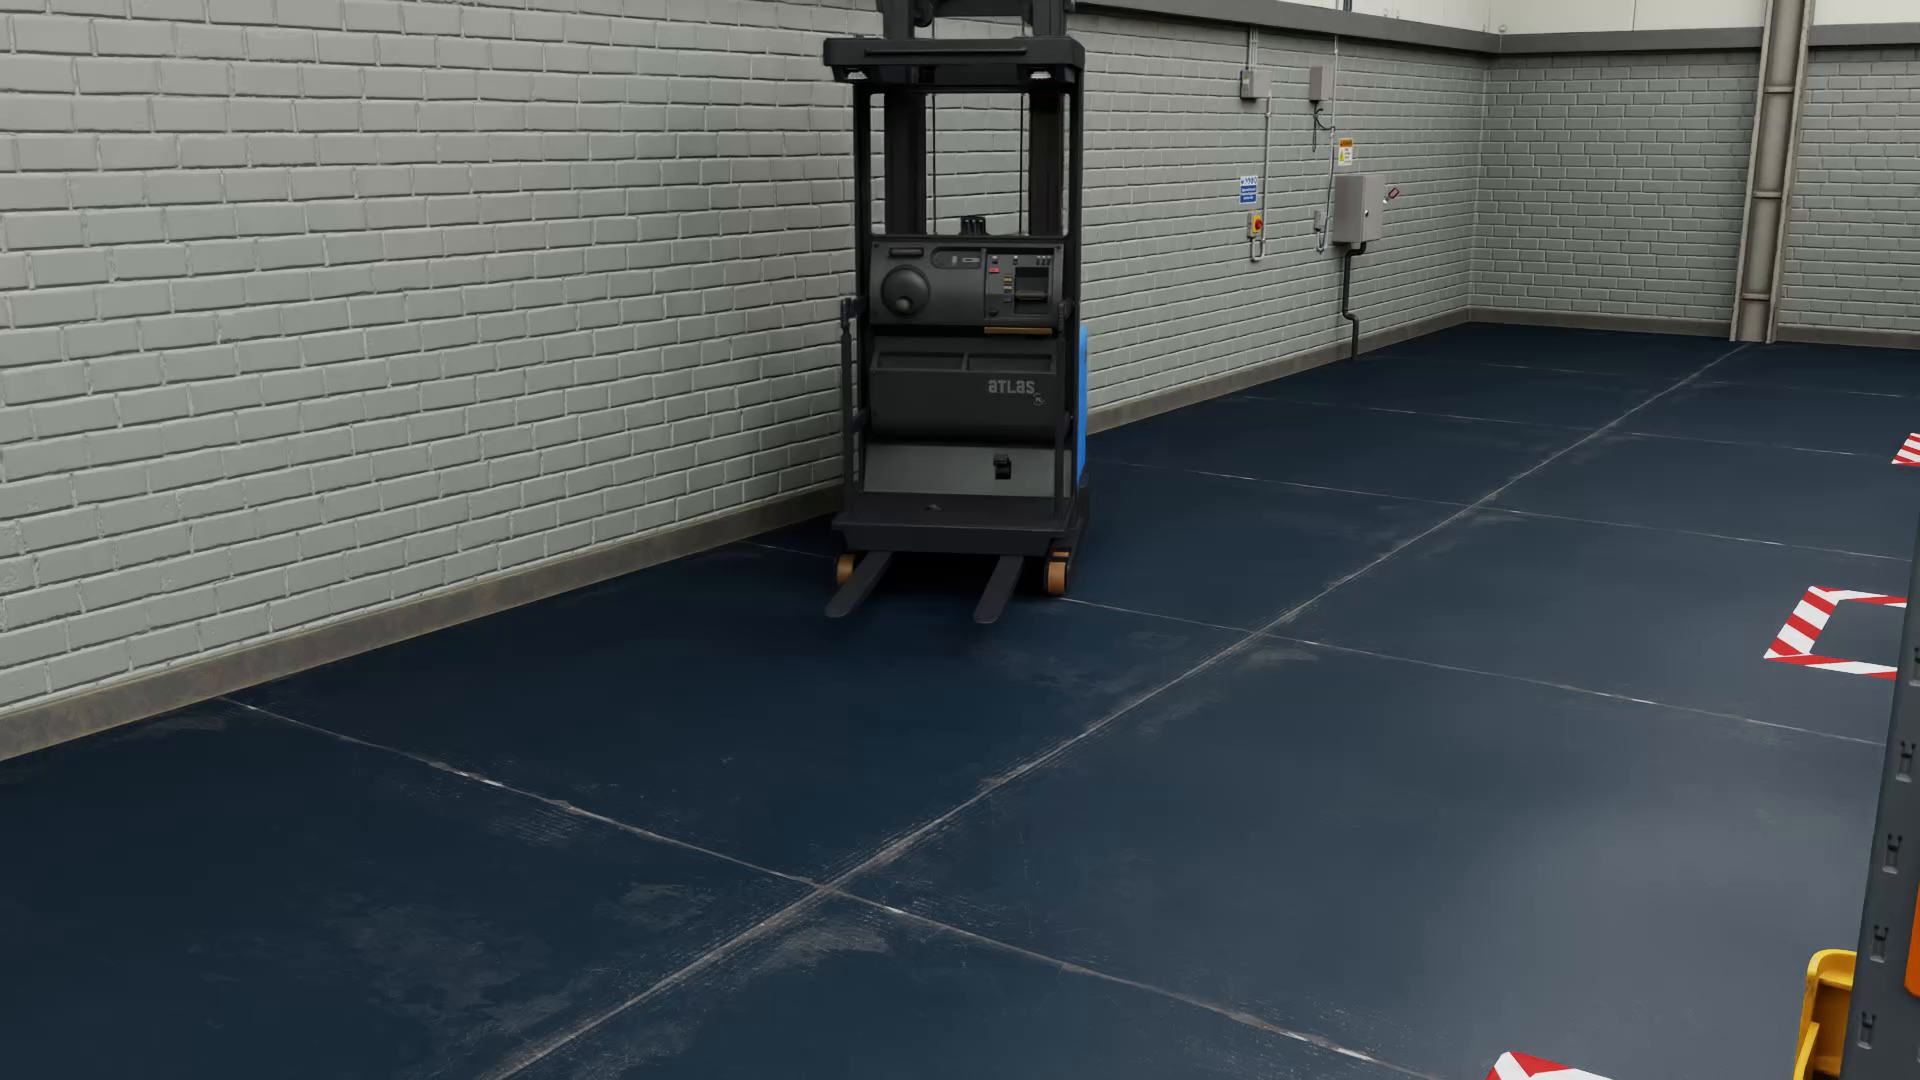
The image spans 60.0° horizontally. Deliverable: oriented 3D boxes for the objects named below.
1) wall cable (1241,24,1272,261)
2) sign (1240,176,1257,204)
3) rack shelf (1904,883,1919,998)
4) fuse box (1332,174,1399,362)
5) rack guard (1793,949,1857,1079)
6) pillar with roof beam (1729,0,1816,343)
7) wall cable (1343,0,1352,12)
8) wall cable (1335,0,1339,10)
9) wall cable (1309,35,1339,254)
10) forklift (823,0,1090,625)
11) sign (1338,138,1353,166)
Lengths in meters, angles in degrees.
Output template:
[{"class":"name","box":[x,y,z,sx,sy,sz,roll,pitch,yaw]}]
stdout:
[{"class":"wall cable","box":[2.432,-3.238,13.480,0.123,1.953,0.585,9,17,33]},{"class":"sign","box":[2.355,-2.859,13.568,0.001,0.218,0.327,9,17,33]},{"class":"rack shelf","box":[3.253,0.616,1.591,4.000,0.370,1.077,9,17,33]},{"class":"fuse box","box":[3.726,-2.503,15.374,0.414,1.711,0.539,9,17,33]},{"class":"rack guard","box":[1.574,1.208,2.901,0.348,0.500,1.175,9,17,33]},{"class":"pillar with roof beam","box":[5.755,-5.563,12.568,0.400,9.000,9.100,9,17,33]},{"class":"wall cable","box":[4.255,-6.315,15.527,0.133,3.039,2.988,9,17,33]},{"class":"wall cable","box":[2.669,-5.746,13.308,0.029,3.000,2.355,9,17,33]},{"class":"wall cable","box":[3.214,-3.507,14.633,0.122,1.984,0.588,9,17,33]},{"class":"forklift","box":[0.002,-1.249,7.770,1.130,2.935,3.031,2,14,8]},{"class":"sign","box":[3.523,-3.546,15.187,0.001,0.242,0.339,9,17,33]}]
